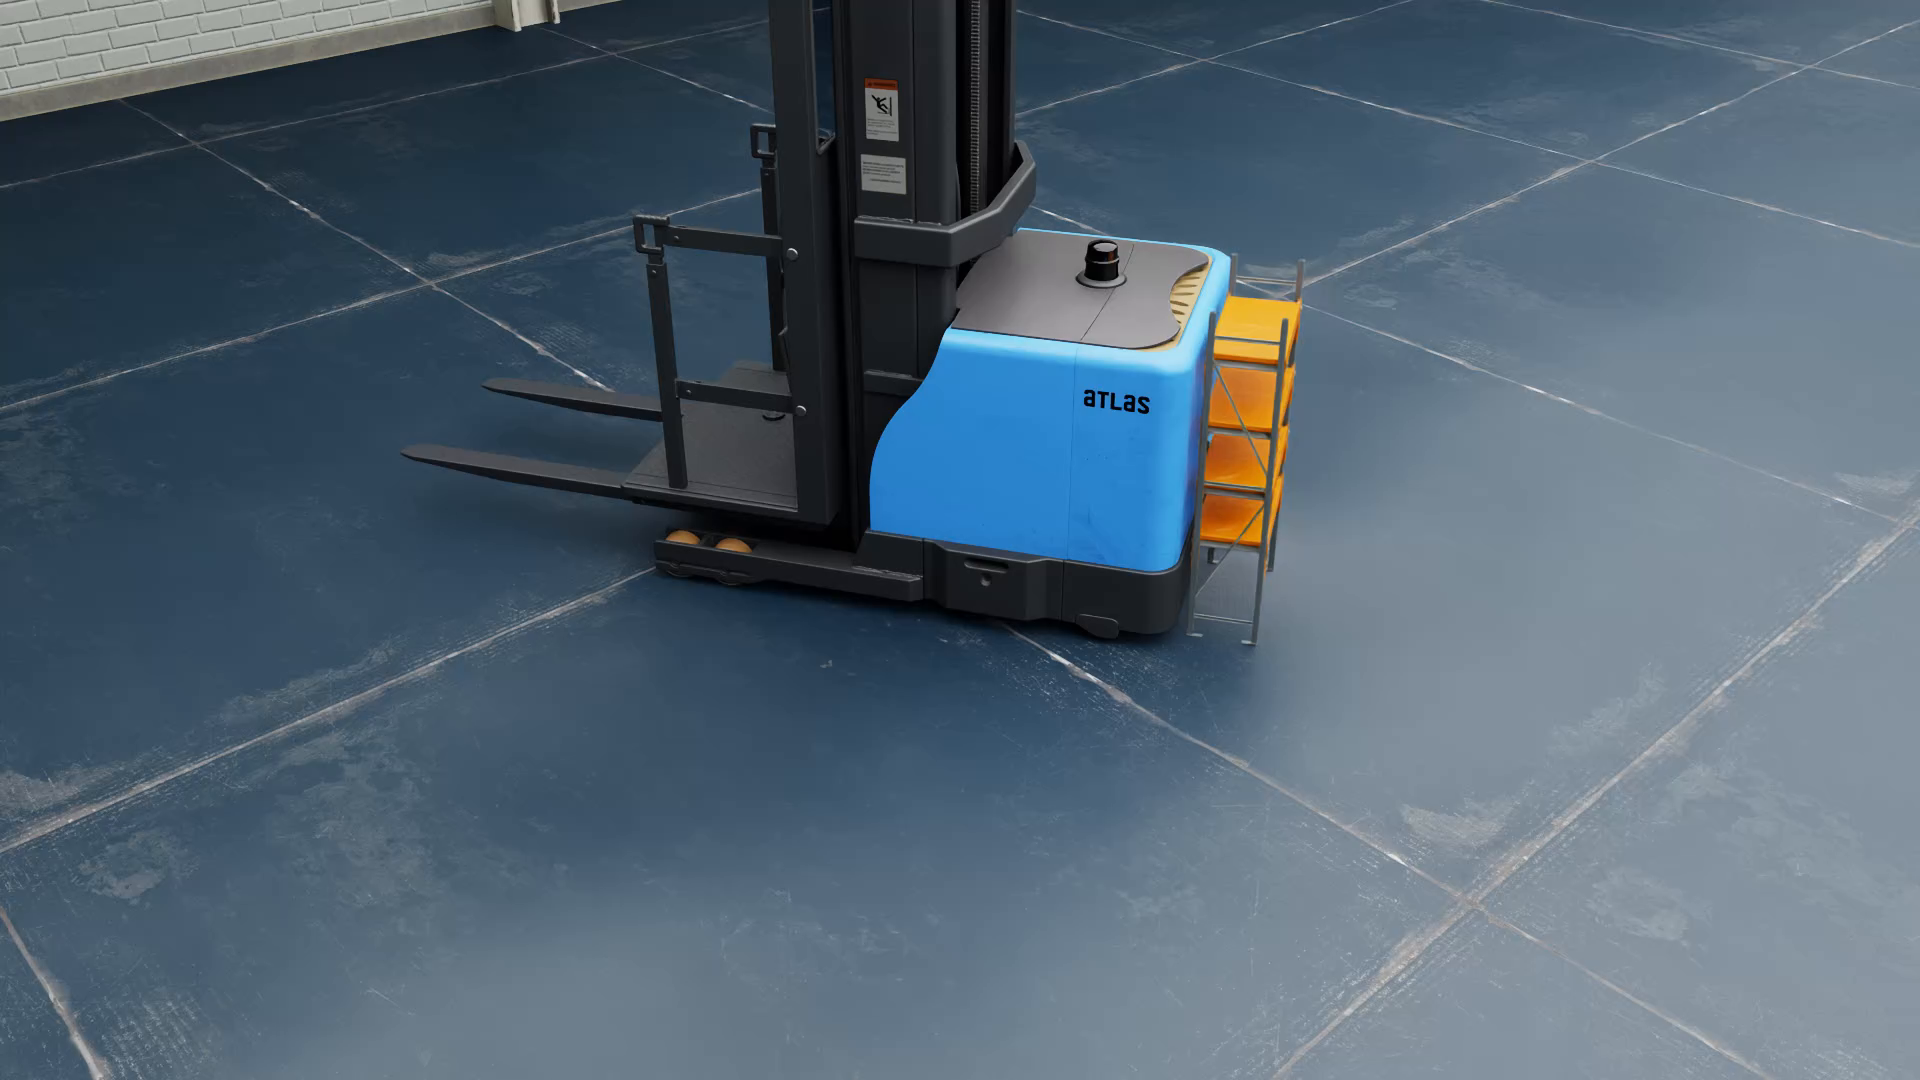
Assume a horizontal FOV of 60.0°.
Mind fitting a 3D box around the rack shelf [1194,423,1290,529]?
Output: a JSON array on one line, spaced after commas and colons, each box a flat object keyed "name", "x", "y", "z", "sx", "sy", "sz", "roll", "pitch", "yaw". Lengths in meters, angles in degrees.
[{"name": "rack shelf", "x": 0.955, "y": -0.236, "z": 5.612, "sx": 0.258, "sy": 0.148, "sz": 0.480, "roll": 8, "pitch": 32, "yaw": 14}]

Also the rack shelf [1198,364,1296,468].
[{"name": "rack shelf", "x": 0.952, "y": -0.428, "z": 5.496, "sx": 0.258, "sy": 0.148, "sz": 0.480, "roll": 8, "pitch": 32, "yaw": 14}]

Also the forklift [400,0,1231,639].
[{"name": "forklift", "x": -0.600, "y": -1.341, "z": 5.634, "sx": 3.031, "sy": 2.935, "sz": 1.130, "roll": 9, "pitch": 32, "yaw": 14}]

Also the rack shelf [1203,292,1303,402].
[{"name": "rack shelf", "x": 0.949, "y": -0.630, "z": 5.373, "sx": 0.258, "sy": 0.148, "sz": 0.480, "roll": 8, "pitch": 32, "yaw": 14}]

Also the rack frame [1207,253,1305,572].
[{"name": "rack frame", "x": 1.020, "y": -0.416, "z": 5.778, "sx": 0.240, "sy": 1.200, "sz": 0.015, "roll": 8, "pitch": 32, "yaw": 14}]

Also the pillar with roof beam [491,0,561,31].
[{"name": "pillar with roof beam", "x": -0.378, "y": -6.145, "z": 7.673, "sx": 0.400, "sy": 9.000, "sz": 9.100, "roll": -26, "pitch": 40, "yaw": -35}]

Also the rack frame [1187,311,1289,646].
[{"name": "rack frame", "x": 0.888, "y": -0.171, "z": 5.377, "sx": 0.240, "sy": 1.200, "sz": 0.015, "roll": 8, "pitch": 32, "yaw": 14}]

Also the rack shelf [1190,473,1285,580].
[{"name": "rack shelf", "x": 0.957, "y": -0.067, "z": 5.715, "sx": 0.258, "sy": 0.148, "sz": 0.480, "roll": 8, "pitch": 32, "yaw": 14}]

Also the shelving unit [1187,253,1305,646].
[{"name": "shelving unit", "x": 0.954, "y": -0.294, "z": 5.577, "sx": 0.258, "sy": 1.200, "sz": 0.503, "roll": 8, "pitch": 32, "yaw": 14}]
